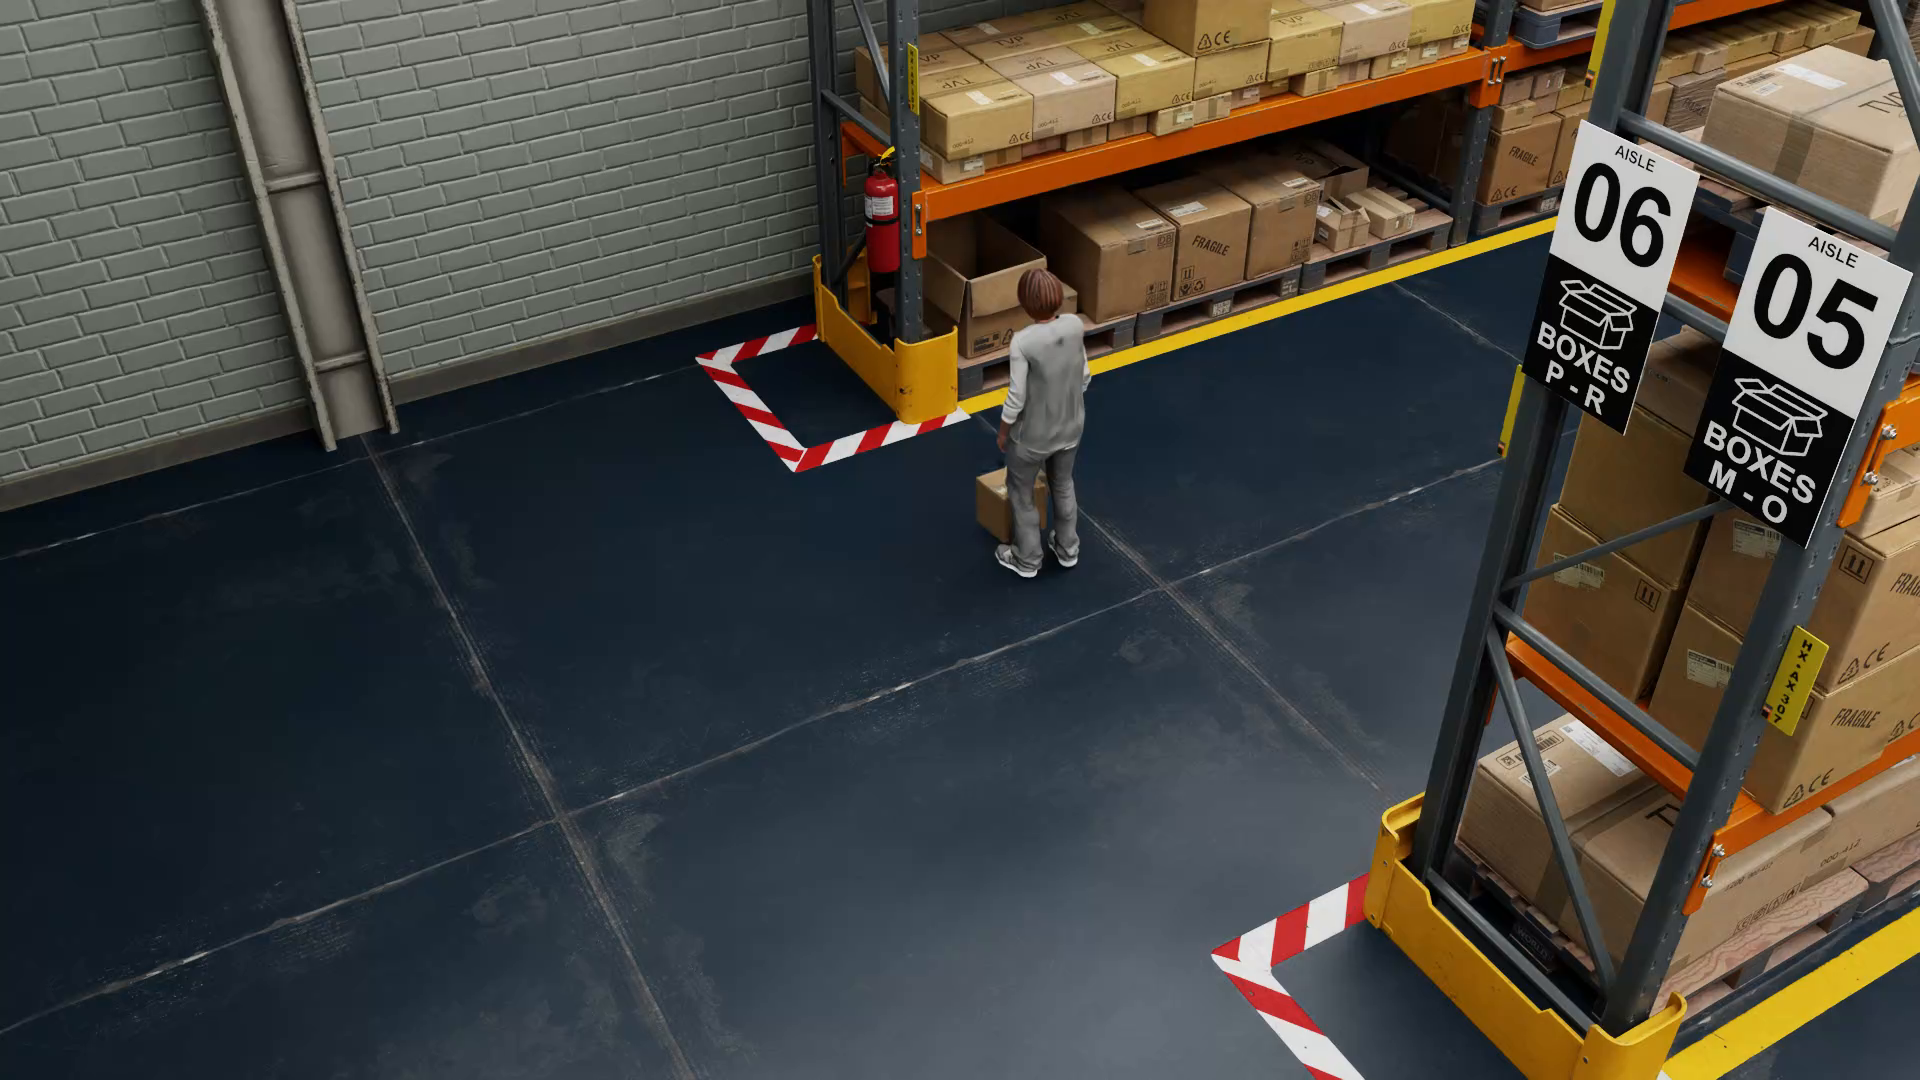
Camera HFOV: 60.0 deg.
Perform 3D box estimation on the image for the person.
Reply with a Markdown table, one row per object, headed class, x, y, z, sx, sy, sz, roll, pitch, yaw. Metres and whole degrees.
| class | x | y | z | sx | sy | sz | roll | pitch | yaw |
| --- | --- | --- | --- | --- | --- | --- | --- | --- | --- |
| person | 0.373 | -0.510 | 7.602 | 0.458 | 1.595 | 0.374 | -21 | 42 | -25 |
